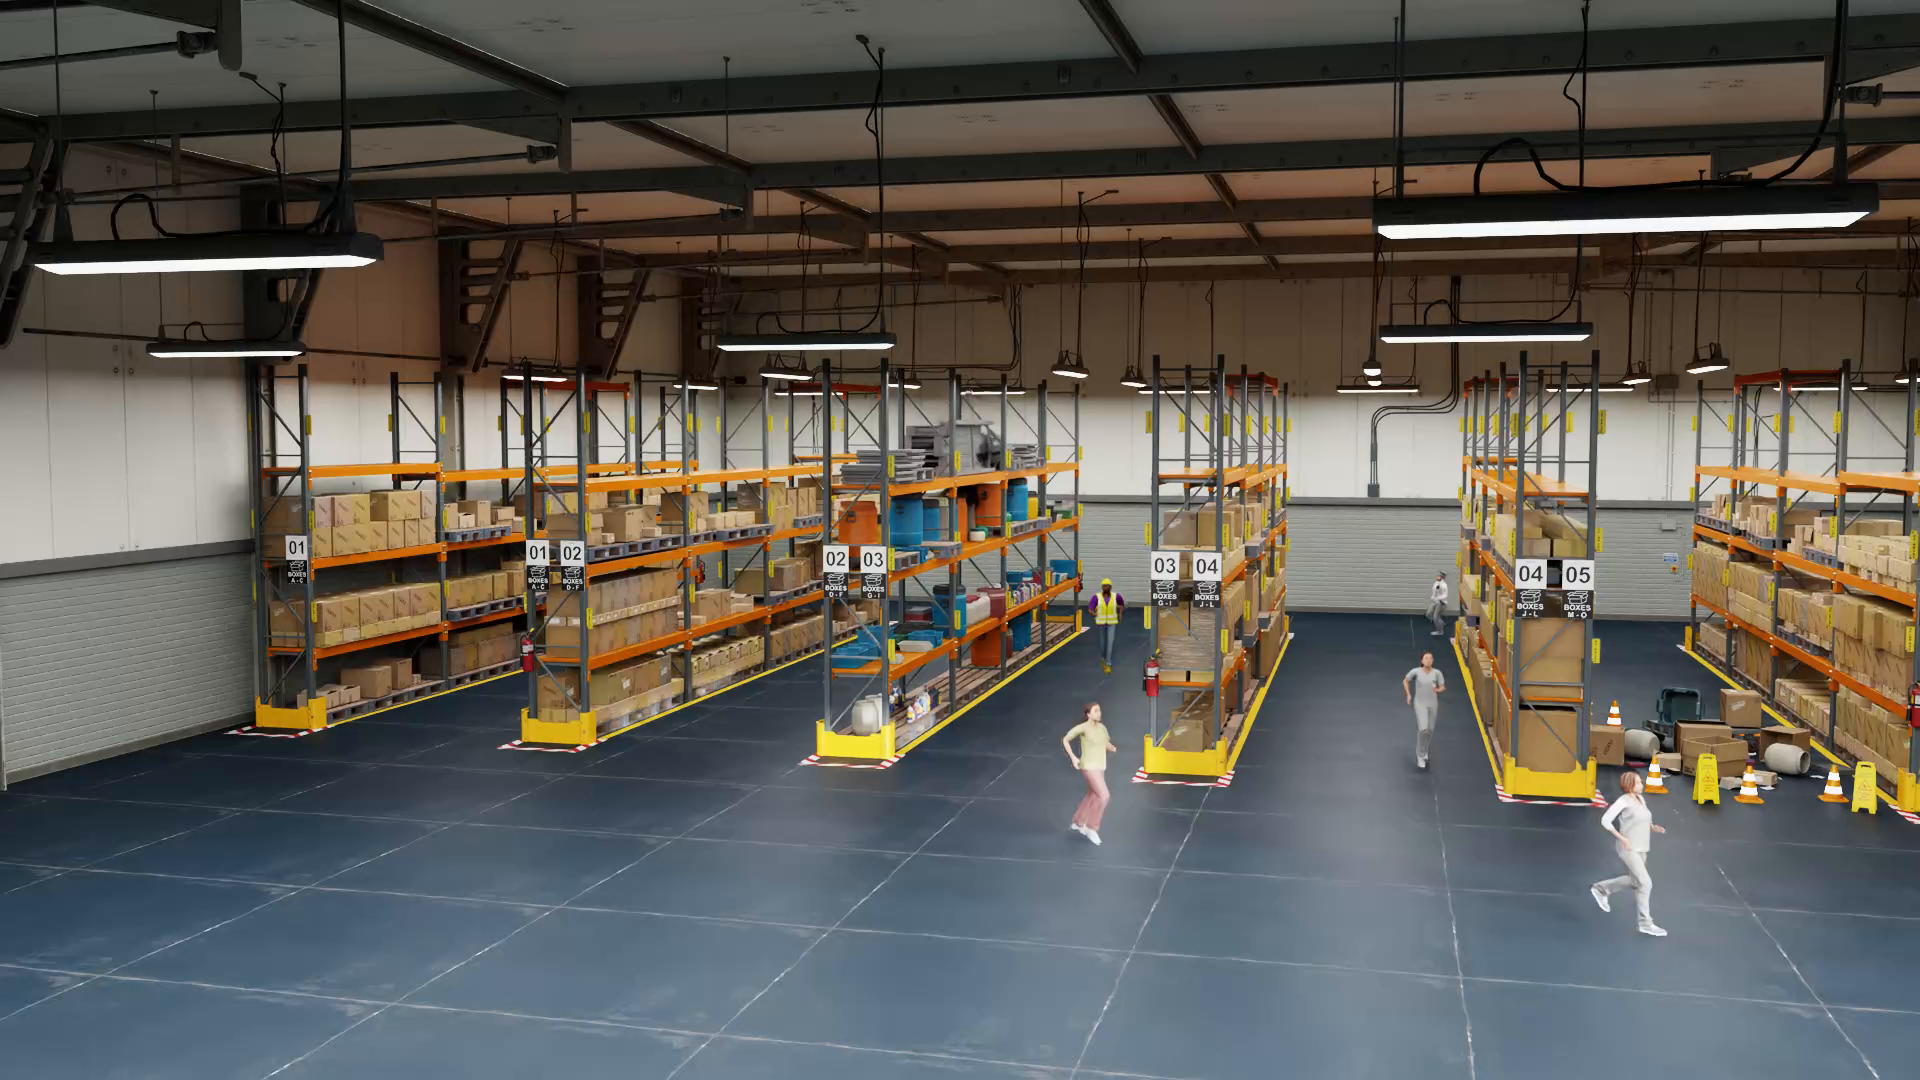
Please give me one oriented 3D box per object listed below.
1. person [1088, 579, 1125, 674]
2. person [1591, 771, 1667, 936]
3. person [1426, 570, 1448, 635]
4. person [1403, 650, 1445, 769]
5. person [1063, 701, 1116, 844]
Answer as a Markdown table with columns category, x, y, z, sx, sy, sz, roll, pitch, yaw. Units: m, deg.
| category | x | y | z | sx | sy | sz | roll | pitch | yaw |
| --- | --- | --- | --- | --- | --- | --- | --- | --- | --- |
| person | 2.802 | 1.626 | 31.827 | 0.700 | 1.775 | 0.864 | 0 | 4 | 5 |
| person | 6.631 | 3.072 | 16.492 | 0.547 | 1.570 | 0.822 | -3 | 5 | -41 |
| person | 11.346 | 1.486 | 39.408 | 0.521 | 1.589 | 0.695 | -1 | 4 | -8 |
| person | 6.847 | 2.481 | 24.481 | 0.531 | 1.719 | 0.738 | 0 | 4 | -2 |
| person | 1.598 | 2.787 | 20.033 | 0.698 | 1.696 | 0.548 | 4 | 5 | 43 |
